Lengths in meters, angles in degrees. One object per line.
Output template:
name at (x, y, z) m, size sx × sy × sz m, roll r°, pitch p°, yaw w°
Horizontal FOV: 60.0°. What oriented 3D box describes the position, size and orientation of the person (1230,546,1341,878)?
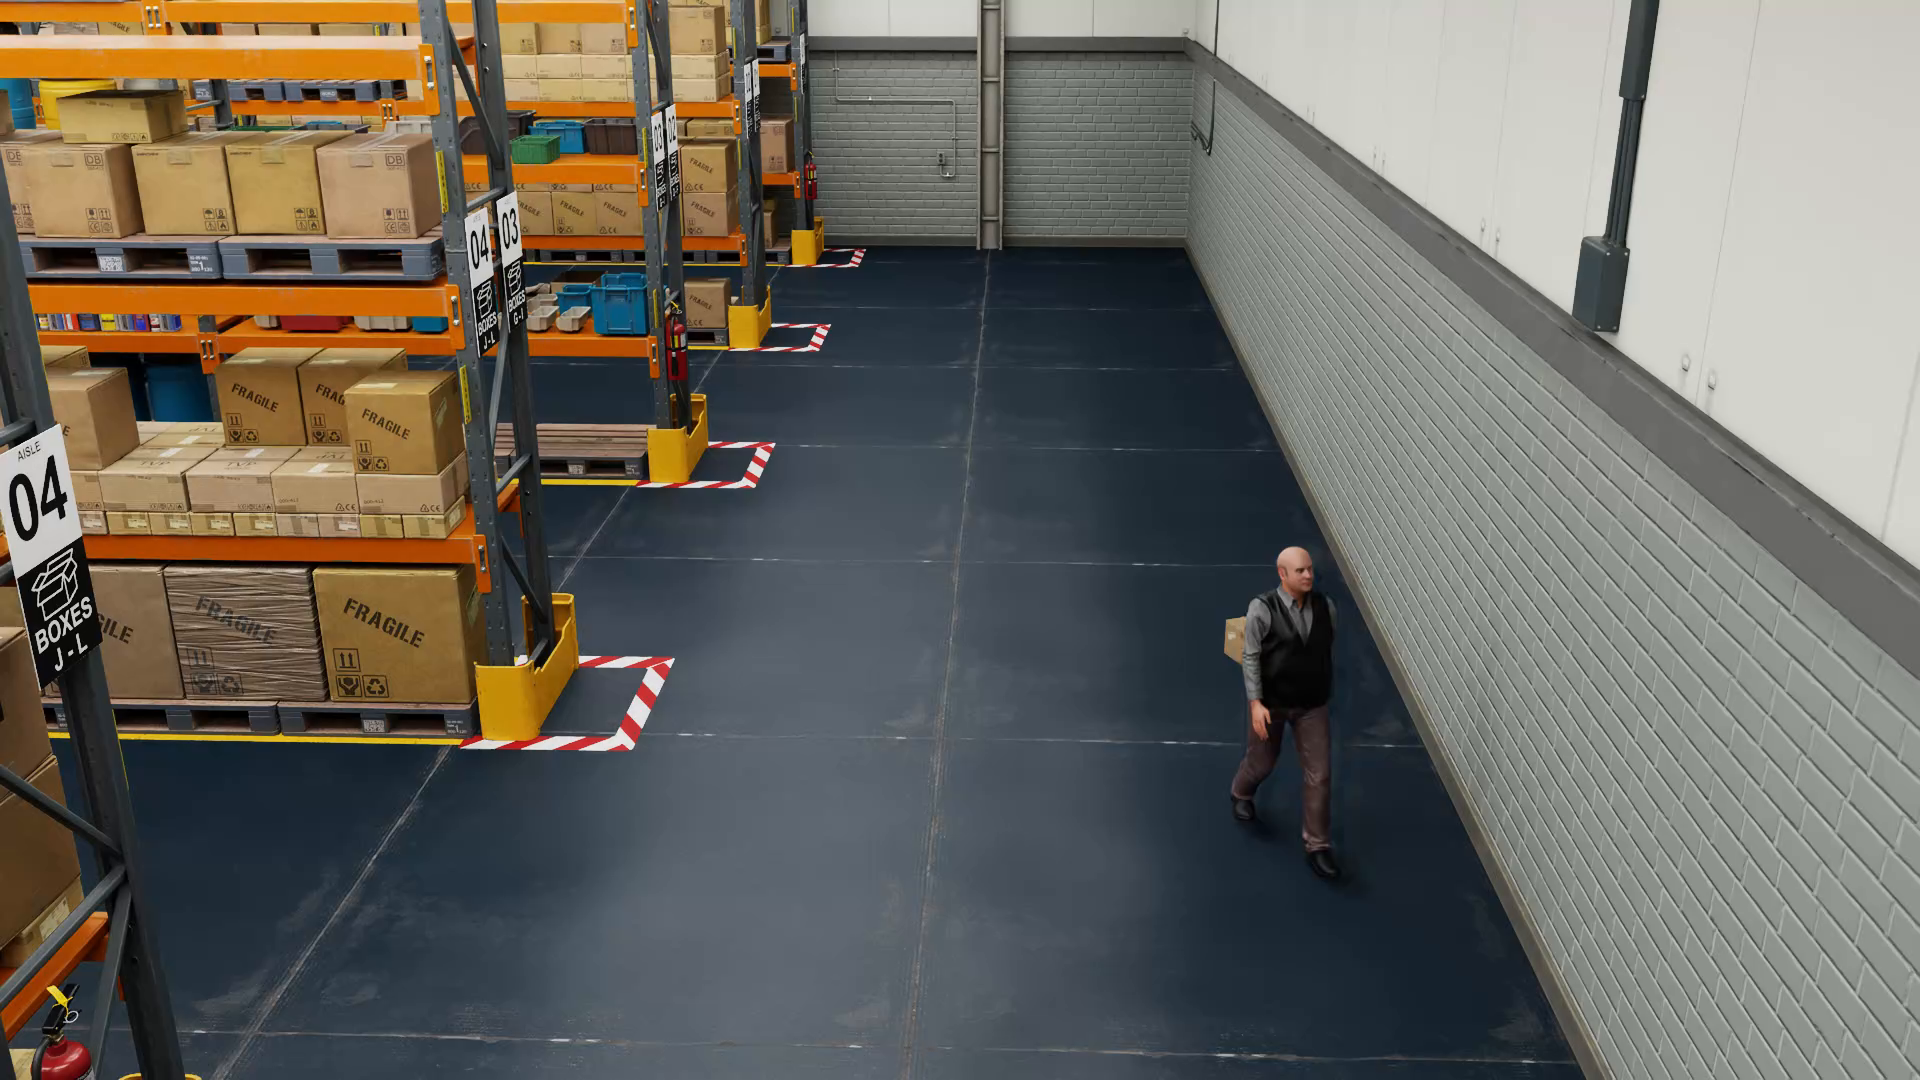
person at (1.755, 0.879, 8.790) m, size 0.539 × 1.685 × 0.905 m, roll -3°, pitch 21°, yaw -7°
